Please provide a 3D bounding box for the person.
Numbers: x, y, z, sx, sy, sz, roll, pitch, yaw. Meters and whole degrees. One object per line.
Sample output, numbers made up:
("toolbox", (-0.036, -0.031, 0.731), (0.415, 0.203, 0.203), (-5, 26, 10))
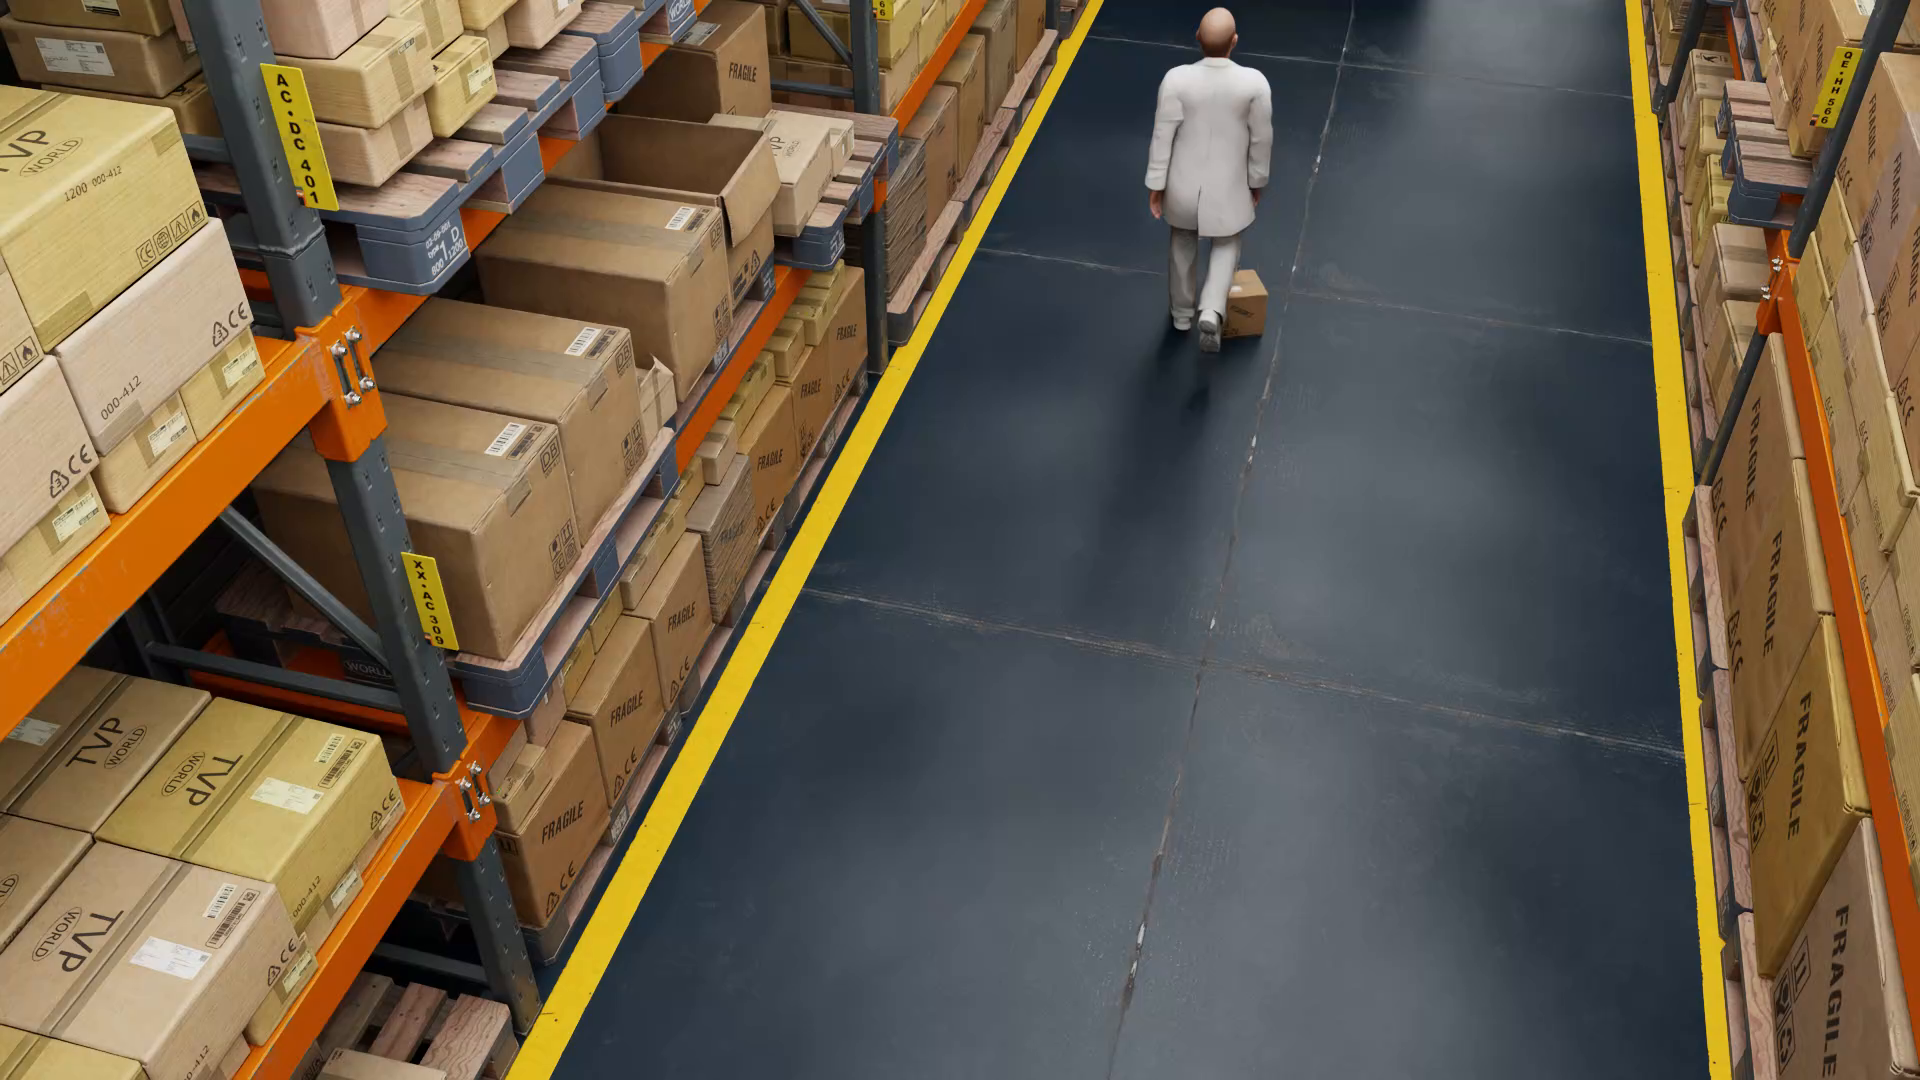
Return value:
("person", (1.211, -1.743, 8.183), (0.602, 1.751, 0.803), (7, 41, 8))
